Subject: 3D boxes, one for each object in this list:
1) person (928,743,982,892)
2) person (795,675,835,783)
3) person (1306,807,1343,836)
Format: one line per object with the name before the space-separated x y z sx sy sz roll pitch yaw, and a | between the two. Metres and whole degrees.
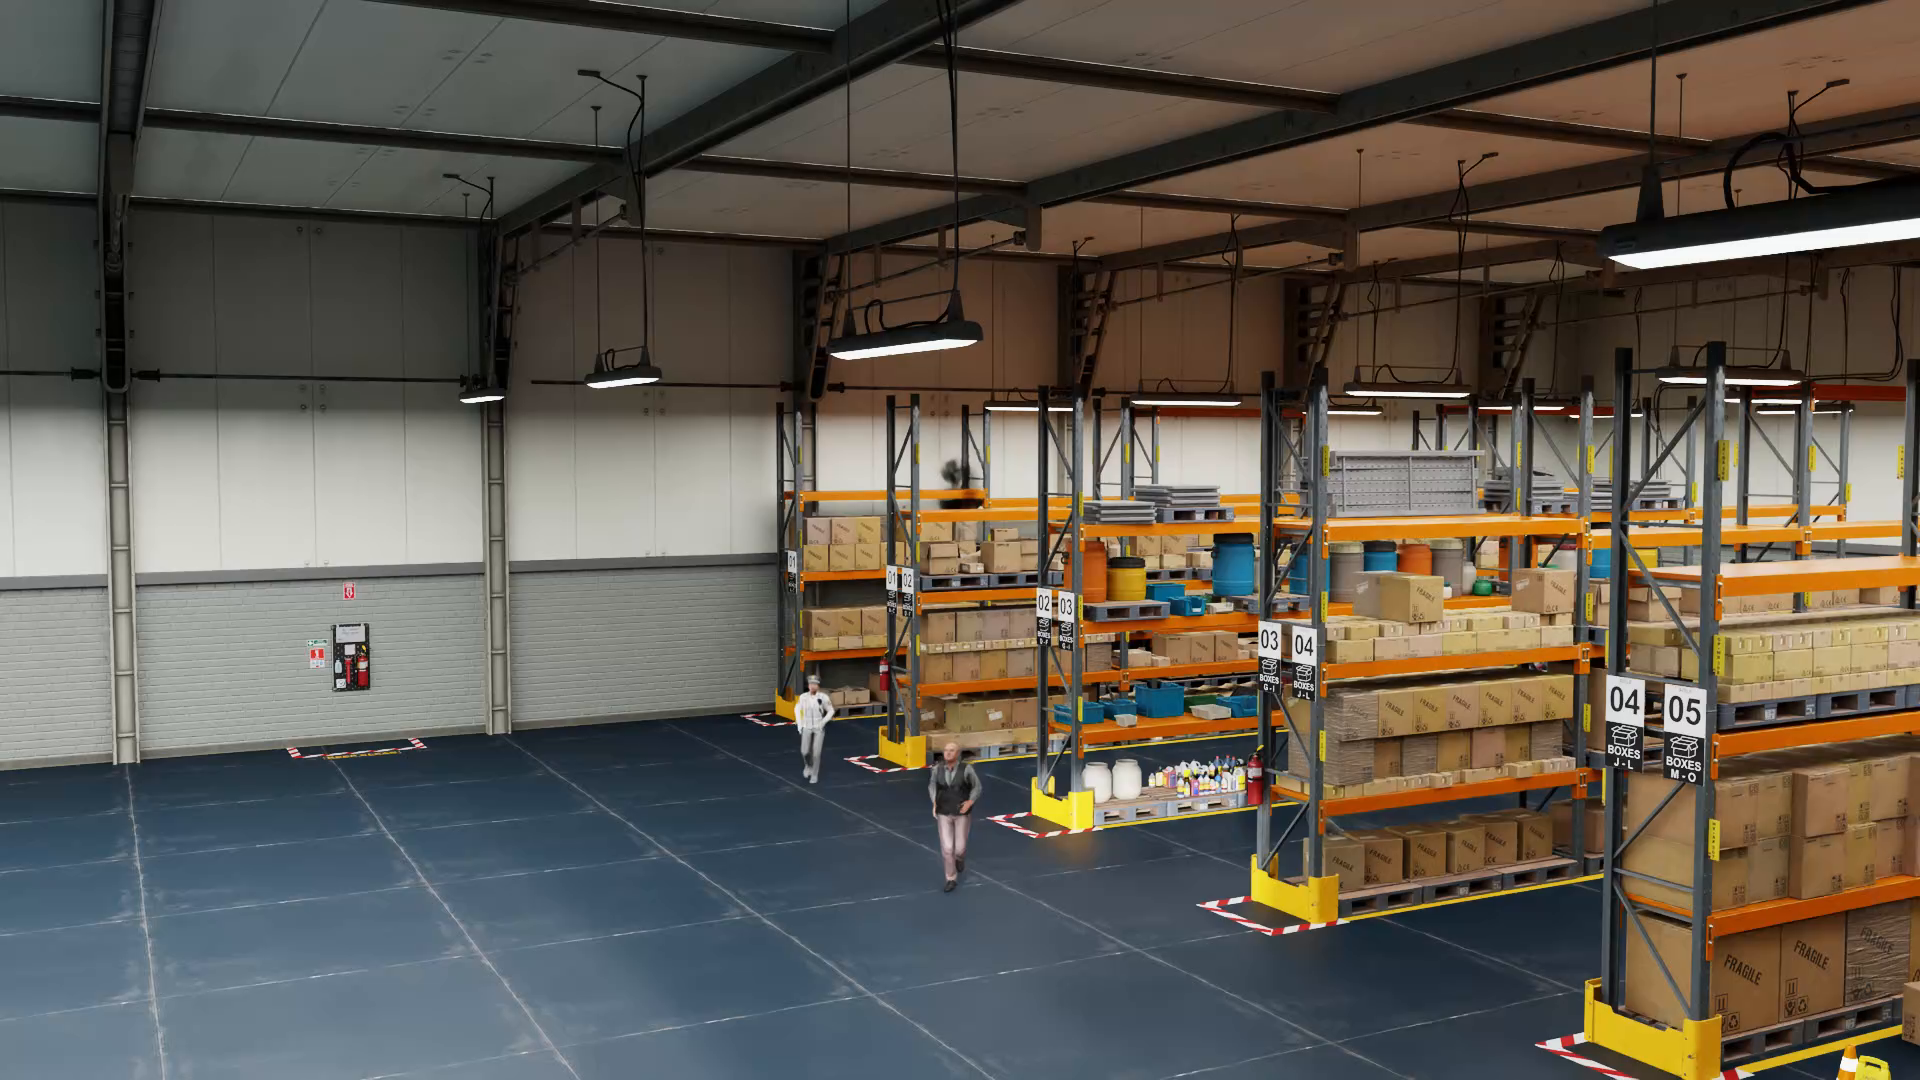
person | -0.067 3.223 19.525 0.659 1.706 0.663 1 3 11
person | -2.238 2.894 25.501 0.630 1.664 0.536 0 3 1
person | 4.552 3.163 21.039 0.546 1.631 0.609 -2 4 -30
